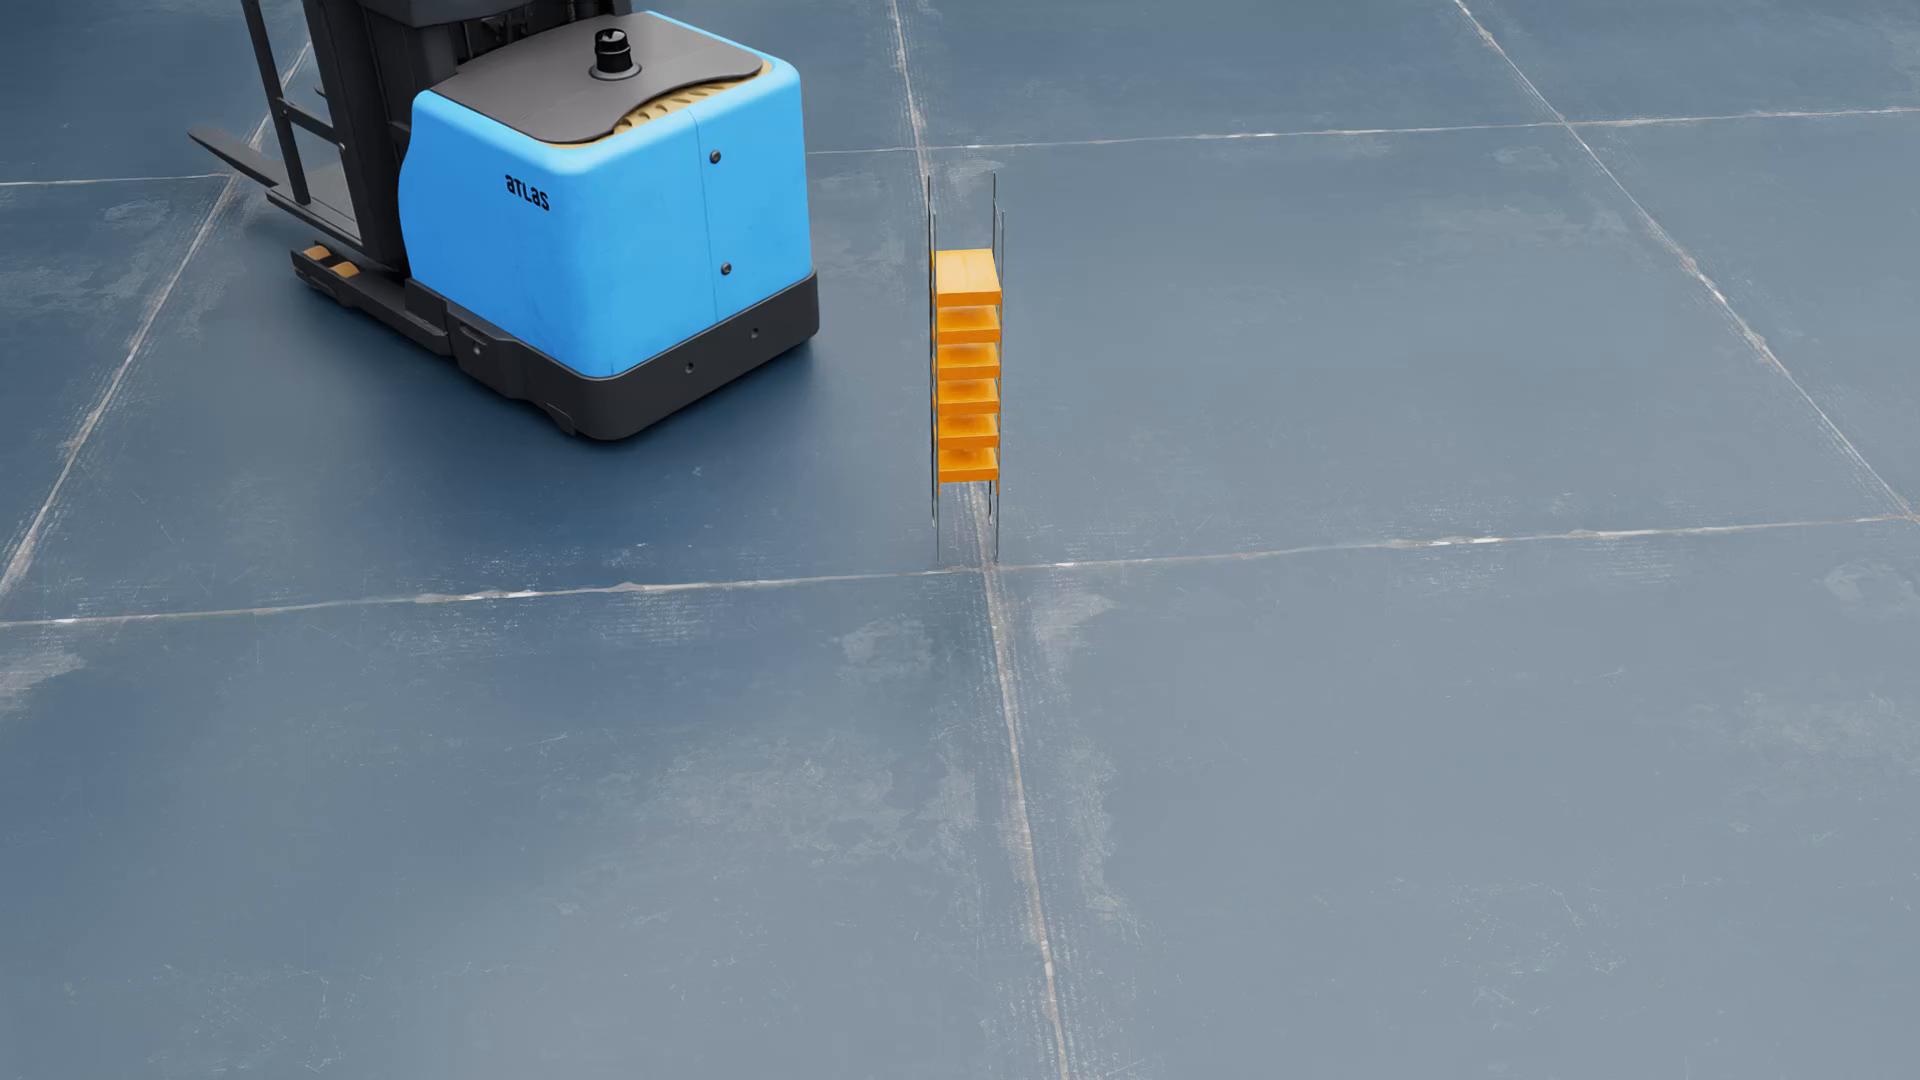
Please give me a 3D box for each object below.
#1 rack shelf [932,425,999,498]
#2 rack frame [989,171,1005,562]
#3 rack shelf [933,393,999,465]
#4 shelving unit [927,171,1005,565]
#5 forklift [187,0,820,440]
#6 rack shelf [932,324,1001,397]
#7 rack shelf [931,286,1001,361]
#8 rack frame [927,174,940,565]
[{"bbox_3d":[0.014,-0.249,5.056,0.180,0.103,0.258,-3,38,-4],"label":"rack shelf"},{"bbox_3d":[0.106,-0.477,4.886,0.006,1.200,0.240,-3,38,-4],"label":"rack frame"},{"bbox_3d":[0.014,-0.343,4.981,0.180,0.103,0.258,-3,38,-4],"label":"rack shelf"},{"bbox_3d":[0.014,-0.472,4.879,0.189,1.200,0.258,-3,38,-4],"label":"shelving unit"},{"bbox_3d":[-1.954,-2.230,5.781,3.031,2.843,1.129,29,47,31],"label":"forklift"},{"bbox_3d":[0.014,-0.531,4.833,0.180,0.103,0.258,-3,38,-4],"label":"rack shelf"},{"bbox_3d":[0.014,-0.625,4.758,0.180,0.103,0.258,-3,38,-4],"label":"rack shelf"},{"bbox_3d":[-0.077,-0.467,4.873,0.006,1.200,0.240,-3,38,-4],"label":"rack frame"}]
